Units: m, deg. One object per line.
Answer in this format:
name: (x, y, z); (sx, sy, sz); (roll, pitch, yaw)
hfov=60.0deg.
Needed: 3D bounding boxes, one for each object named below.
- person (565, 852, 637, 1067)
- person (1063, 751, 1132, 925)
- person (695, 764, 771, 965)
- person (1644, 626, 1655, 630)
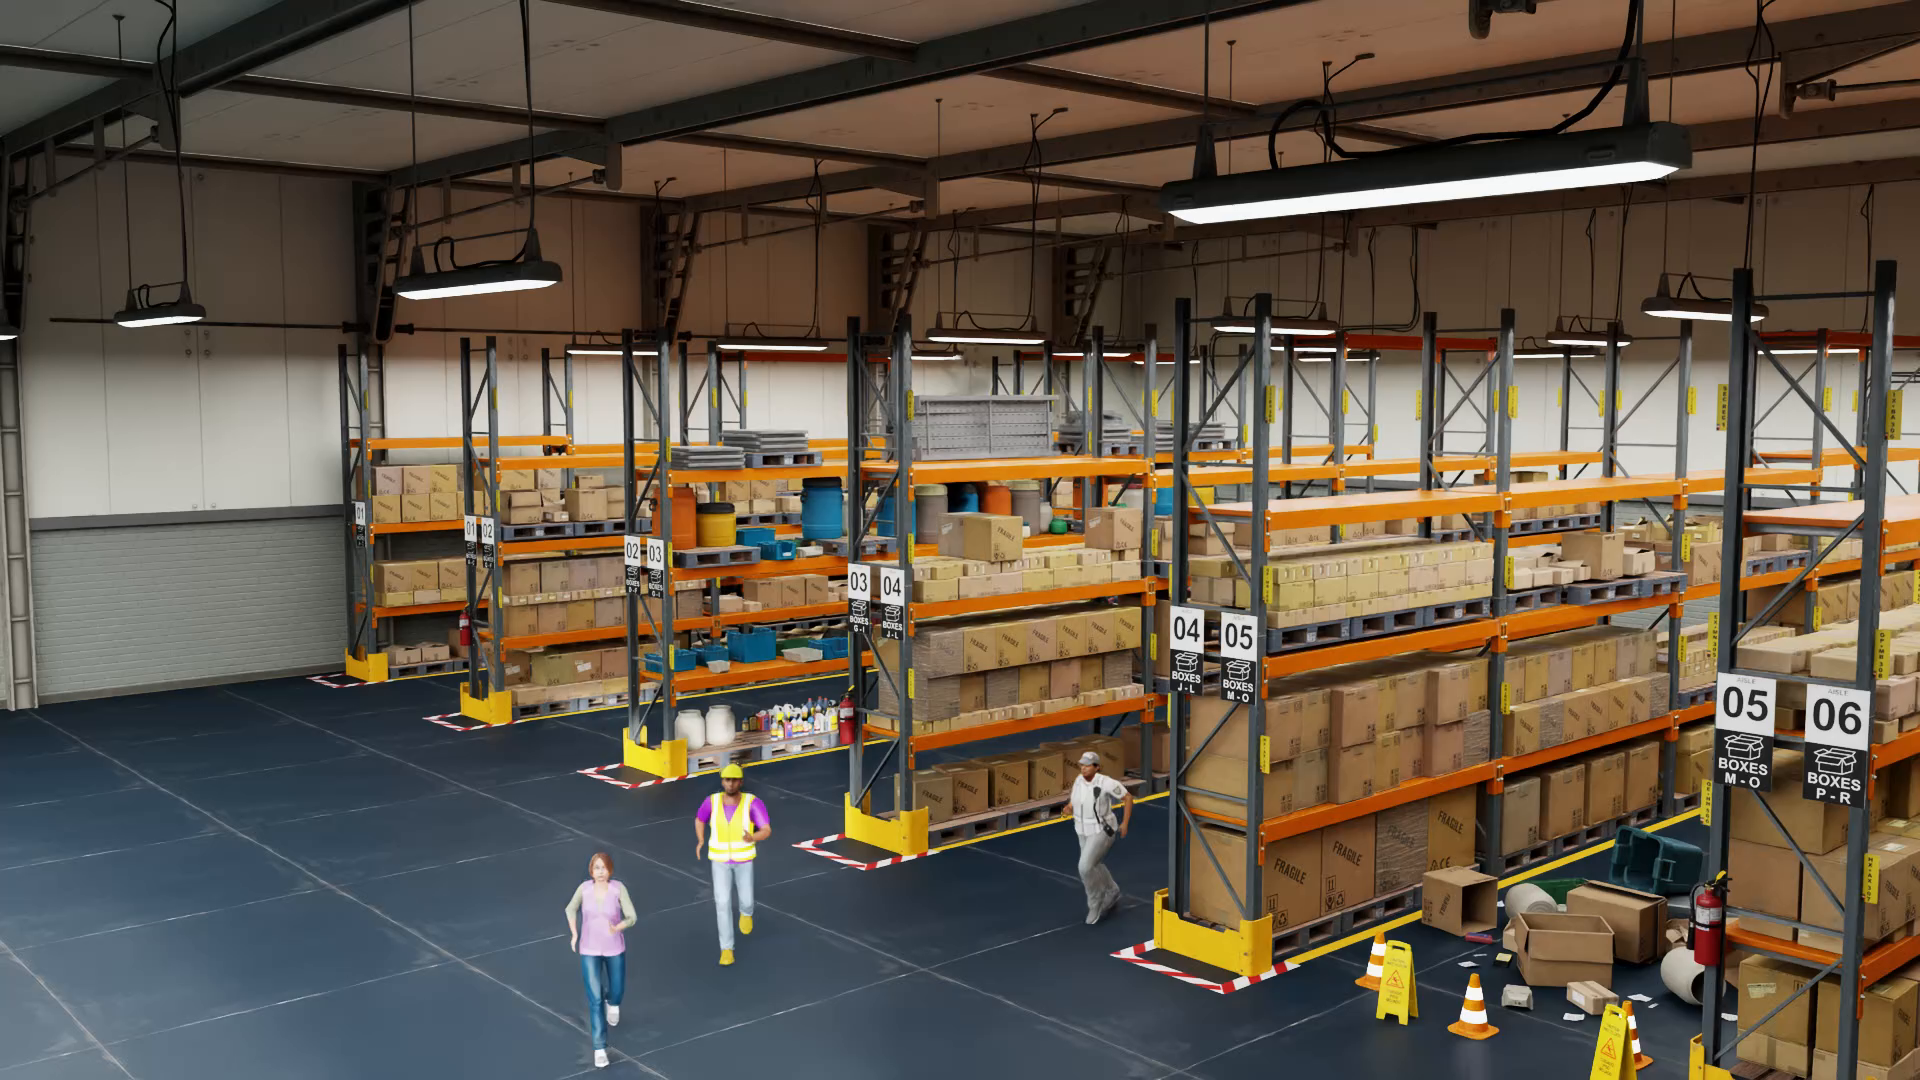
person: (-2.798, 3.209, 12.987); (0.546, 1.572, 0.841); (-1, 5, -12)
person: (1.333, 2.899, 16.339); (0.758, 1.681, 0.615); (-4, 7, -41)
person: (-2.087, 2.923, 15.260); (0.713, 1.744, 0.929); (0, 5, -3)
person: (10.060, 2.133, 24.243); (0.761, 1.763, 0.706); (-4, 6, -36)
